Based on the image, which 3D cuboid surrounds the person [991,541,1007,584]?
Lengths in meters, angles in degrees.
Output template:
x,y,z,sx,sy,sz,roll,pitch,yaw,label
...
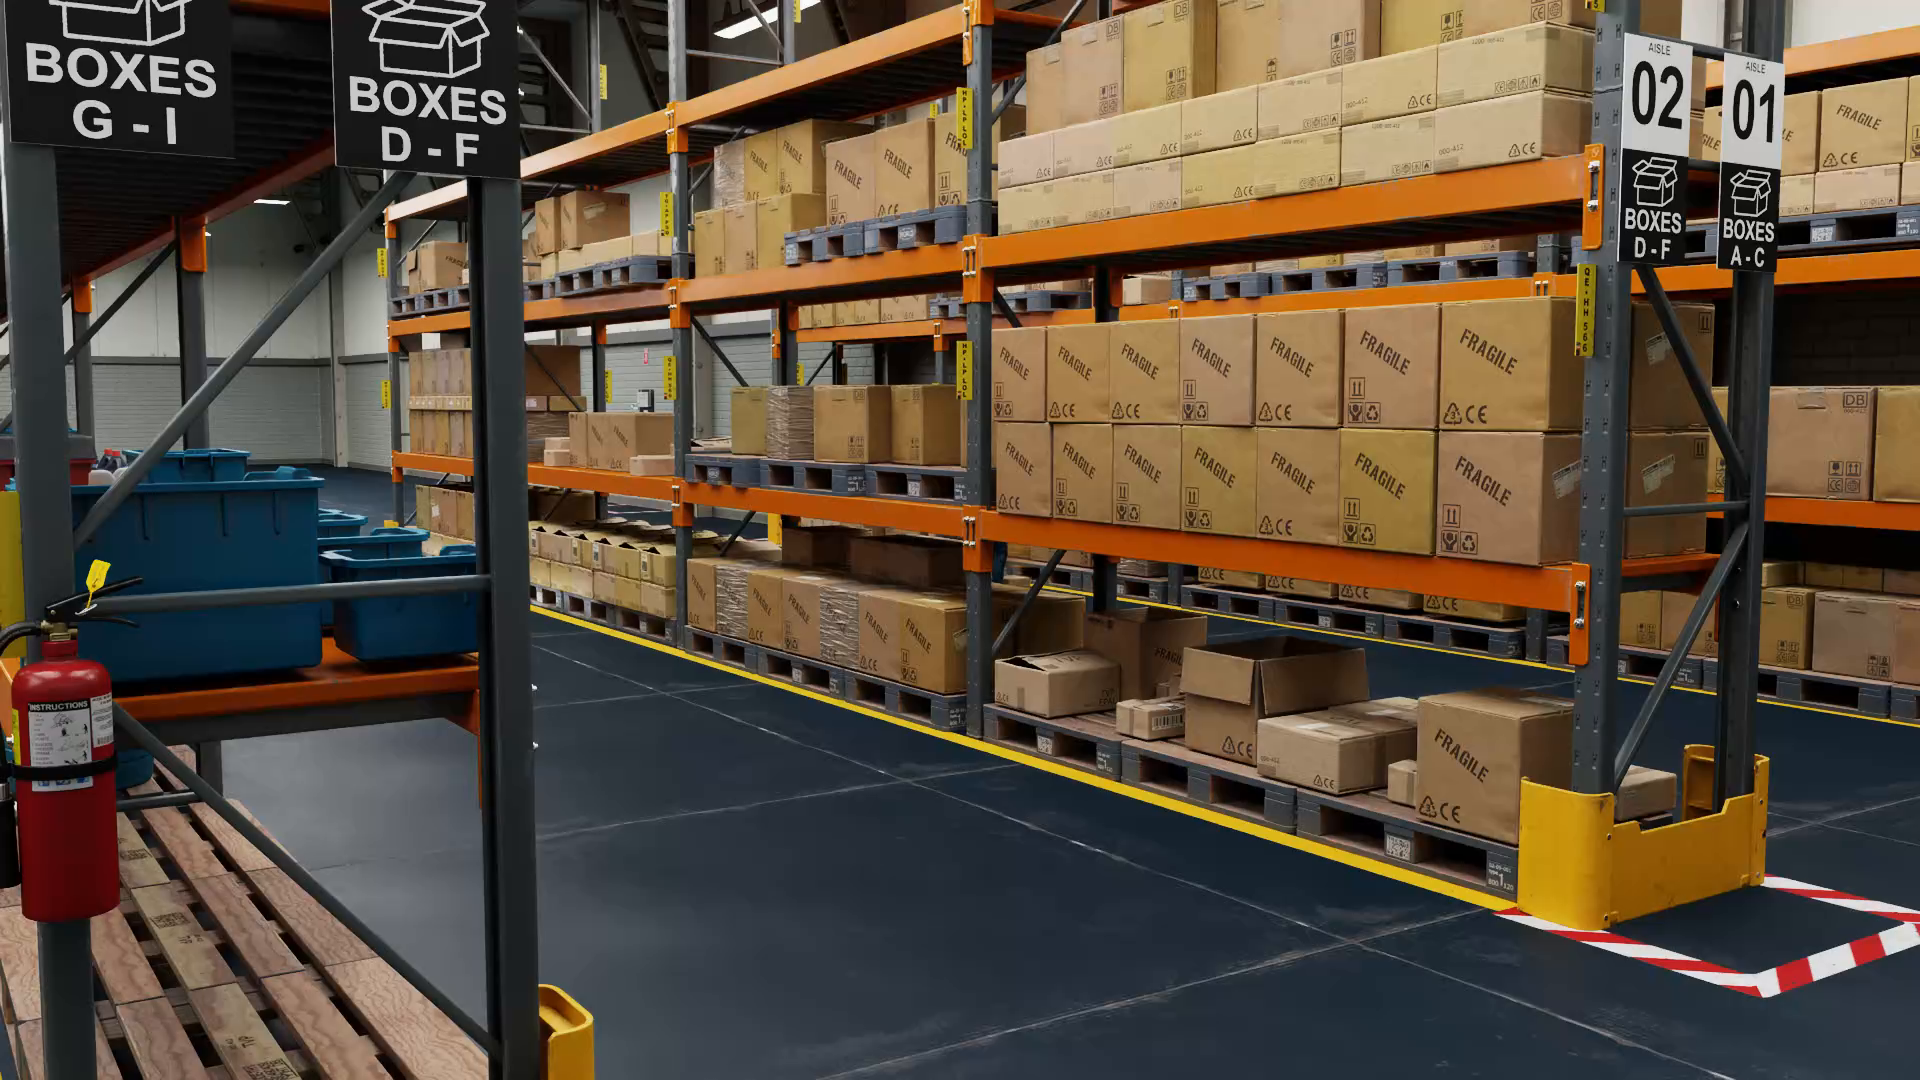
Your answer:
x,y,z,sx,sy,sz,roll,pitch,yaw,label
0.289,-0.183,15.458,0.345,1.592,0.478,-4,6,-37,person
